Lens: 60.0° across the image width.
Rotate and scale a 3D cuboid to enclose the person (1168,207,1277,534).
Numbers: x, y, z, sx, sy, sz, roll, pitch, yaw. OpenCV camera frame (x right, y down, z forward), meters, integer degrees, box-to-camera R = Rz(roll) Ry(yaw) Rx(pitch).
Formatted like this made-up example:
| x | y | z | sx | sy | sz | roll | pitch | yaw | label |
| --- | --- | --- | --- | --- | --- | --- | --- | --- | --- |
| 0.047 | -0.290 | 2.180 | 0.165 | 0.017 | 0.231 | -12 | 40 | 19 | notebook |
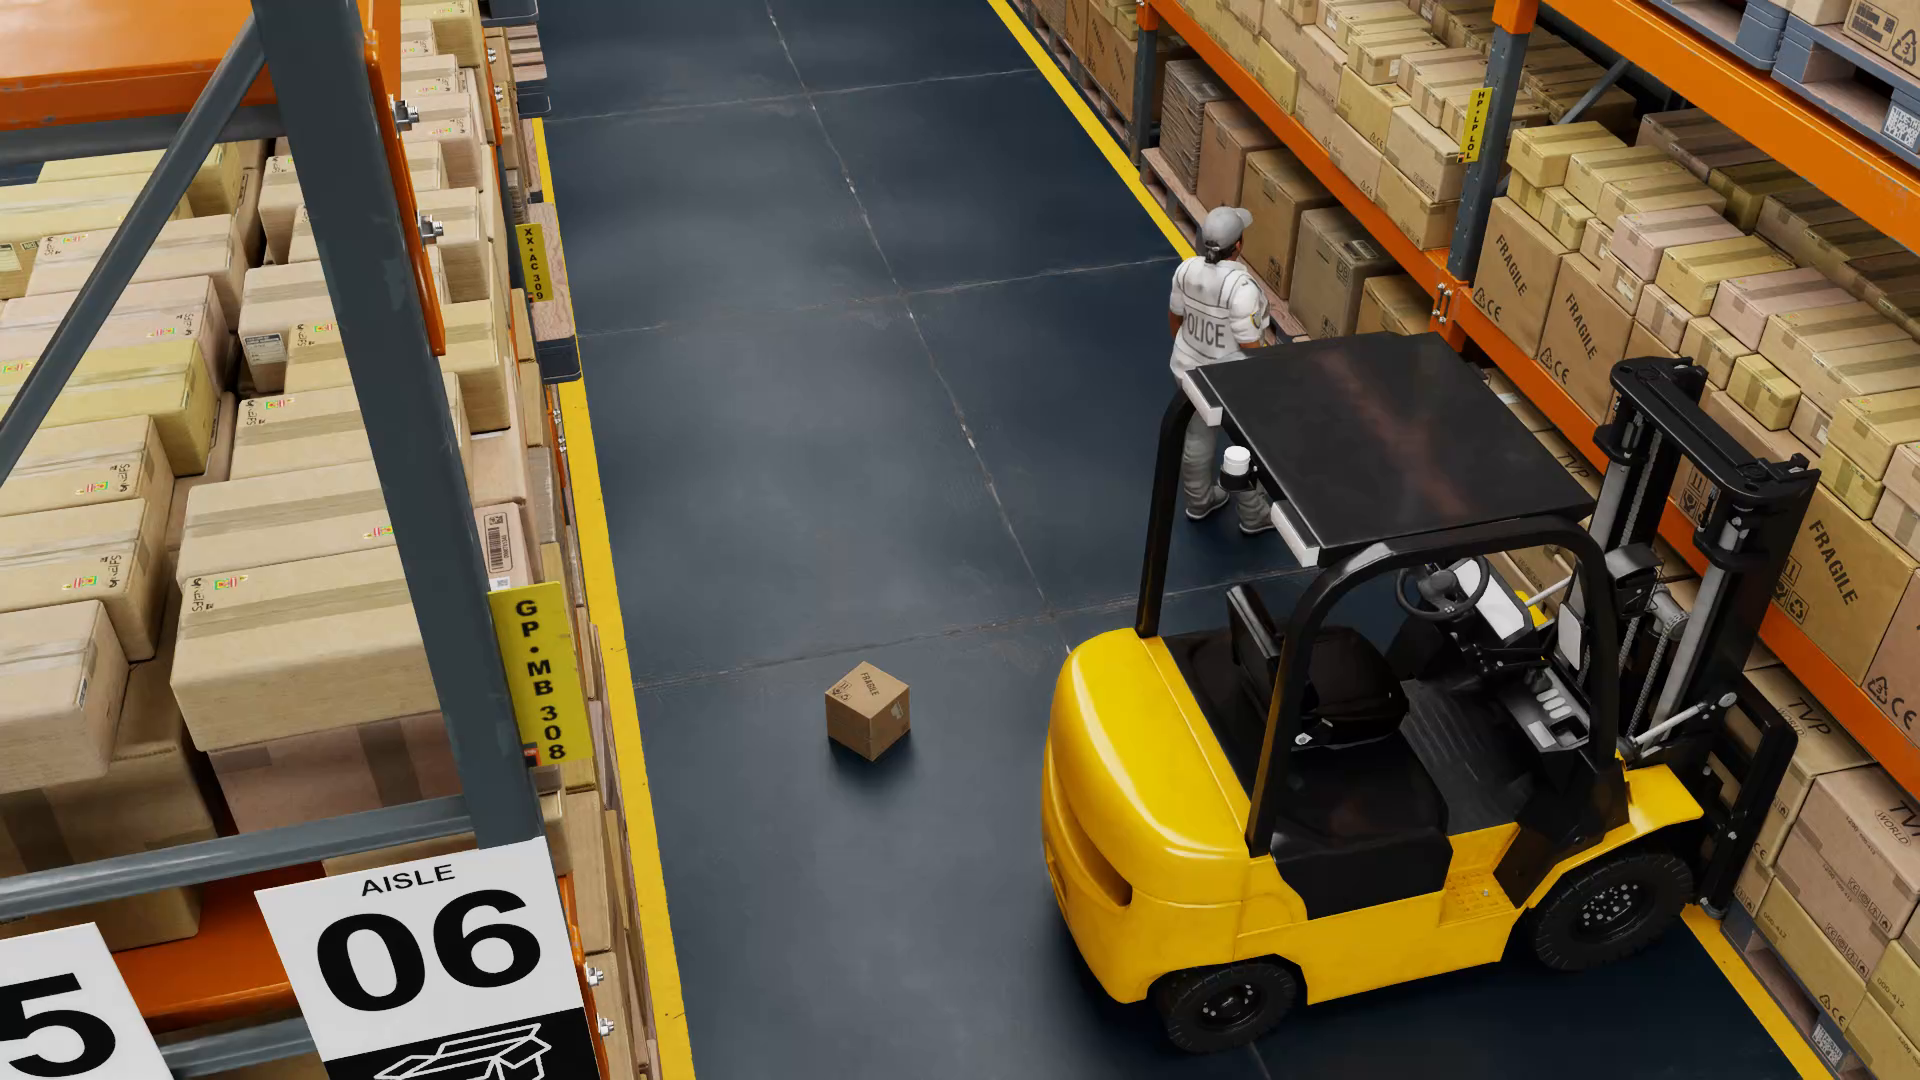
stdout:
| x | y | z | sx | sy | sz | roll | pitch | yaw | label |
| --- | --- | --- | --- | --- | --- | --- | --- | --- | --- |
| 1.263 | -0.787 | 7.687 | 0.530 | 1.670 | 0.597 | -29 | 47 | -31 | person |
